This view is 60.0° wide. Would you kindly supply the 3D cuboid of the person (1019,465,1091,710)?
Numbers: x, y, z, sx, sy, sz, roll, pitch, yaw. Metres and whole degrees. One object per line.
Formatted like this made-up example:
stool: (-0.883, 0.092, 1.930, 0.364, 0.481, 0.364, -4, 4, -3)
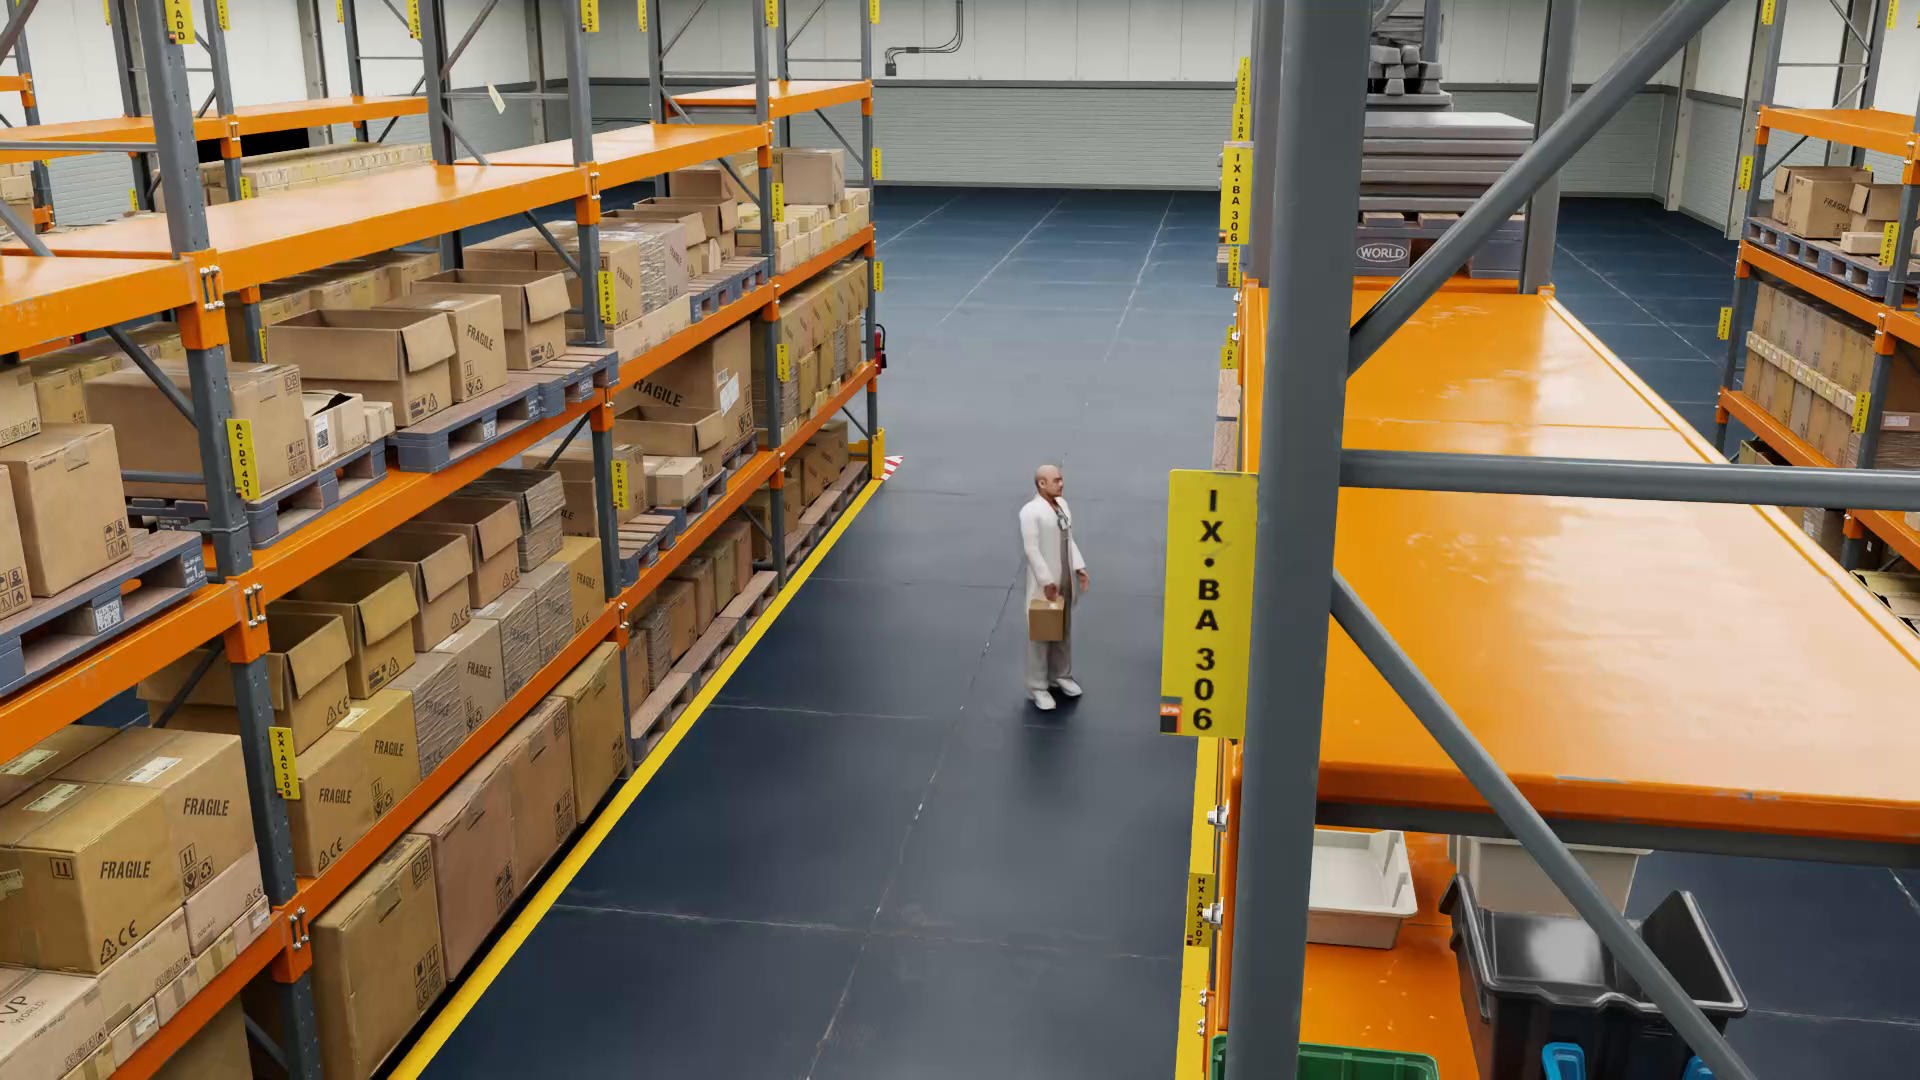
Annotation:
person: (0.704, 0.333, 12.468, 0.451, 1.790, 0.621, 12, 21, 33)
